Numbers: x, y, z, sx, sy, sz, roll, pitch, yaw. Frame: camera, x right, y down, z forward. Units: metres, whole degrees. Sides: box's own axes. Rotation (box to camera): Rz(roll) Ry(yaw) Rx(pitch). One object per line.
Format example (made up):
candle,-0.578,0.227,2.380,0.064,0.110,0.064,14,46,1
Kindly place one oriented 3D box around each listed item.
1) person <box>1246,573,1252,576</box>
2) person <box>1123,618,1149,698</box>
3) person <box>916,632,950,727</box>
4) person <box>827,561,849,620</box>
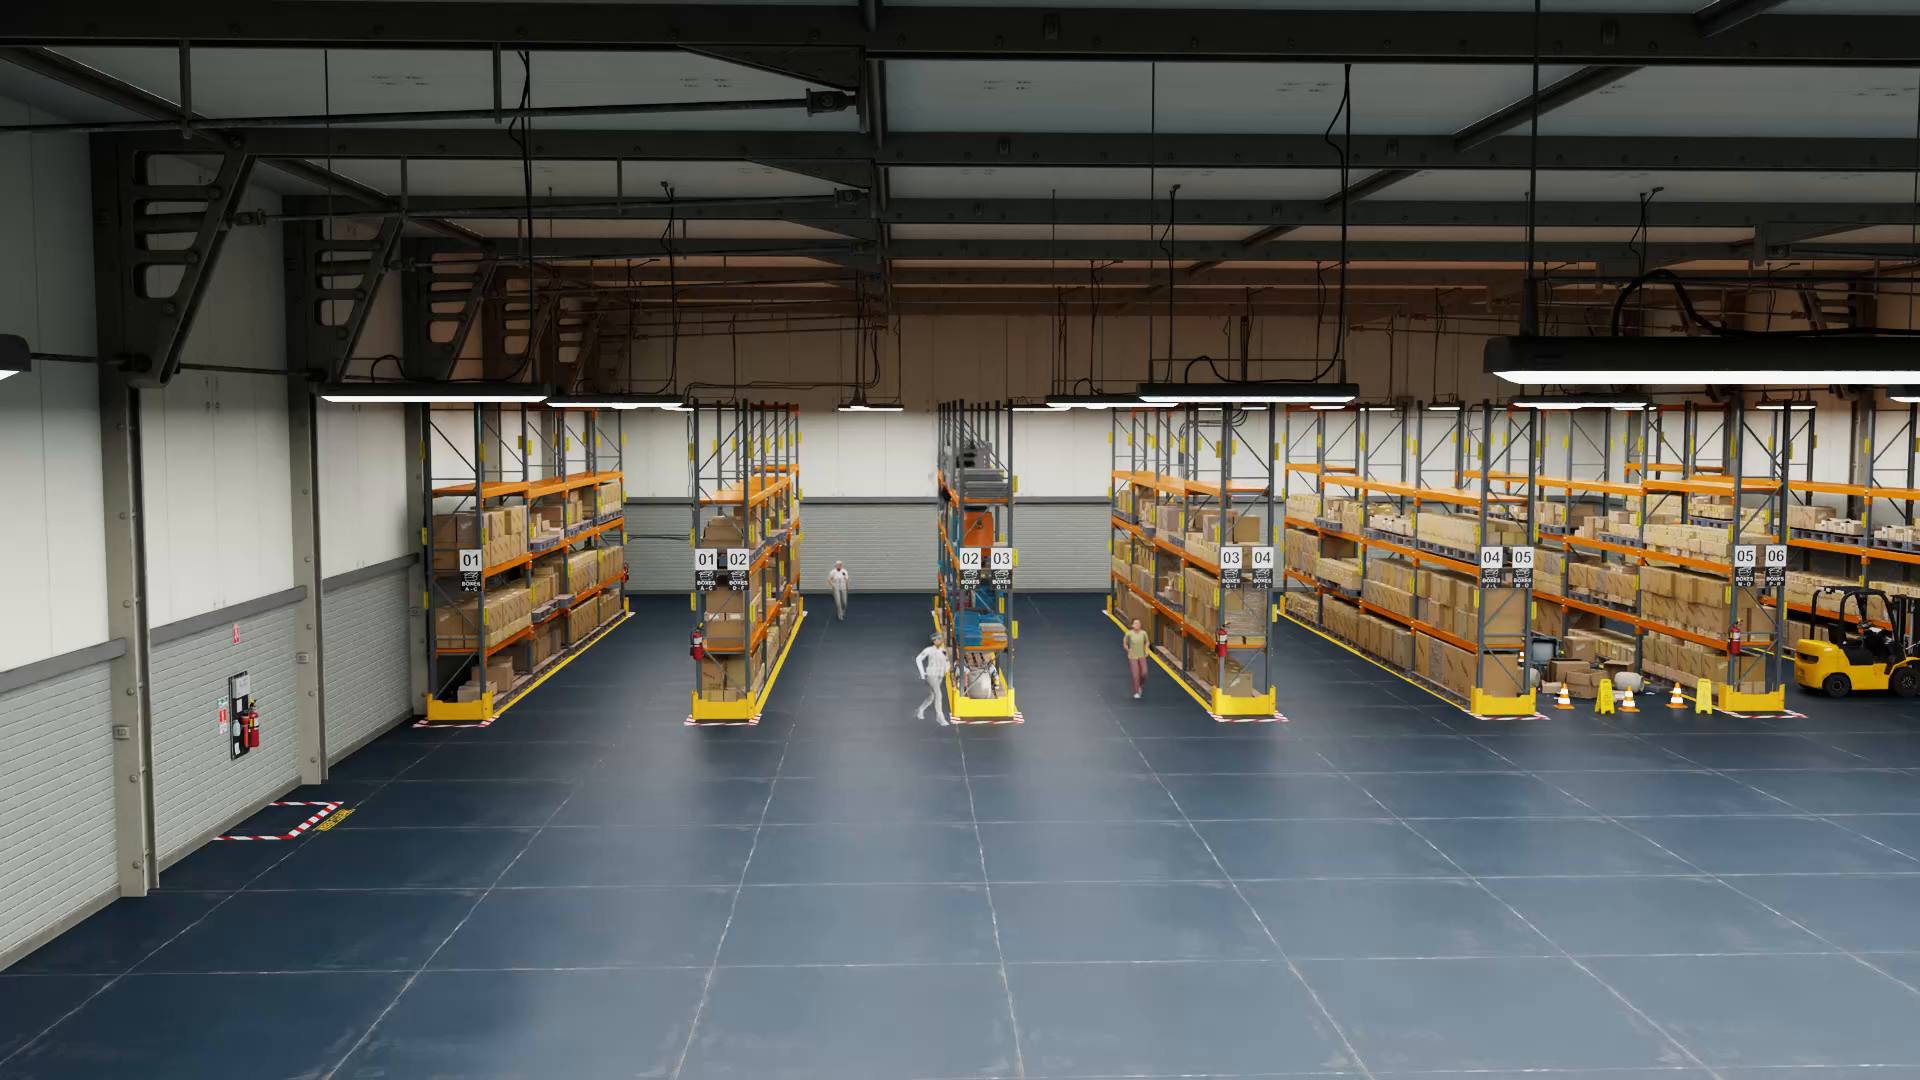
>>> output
person,8.077,1.355,45.748,0.655,1.774,0.844,0,4,6
person,3.554,2.371,33.332,0.556,1.626,0.506,0,4,-4
person,-0.432,2.544,30.748,0.598,1.686,0.864,-4,6,-42
person,-3.395,1.395,46.427,0.615,1.647,0.593,-1,4,-13
